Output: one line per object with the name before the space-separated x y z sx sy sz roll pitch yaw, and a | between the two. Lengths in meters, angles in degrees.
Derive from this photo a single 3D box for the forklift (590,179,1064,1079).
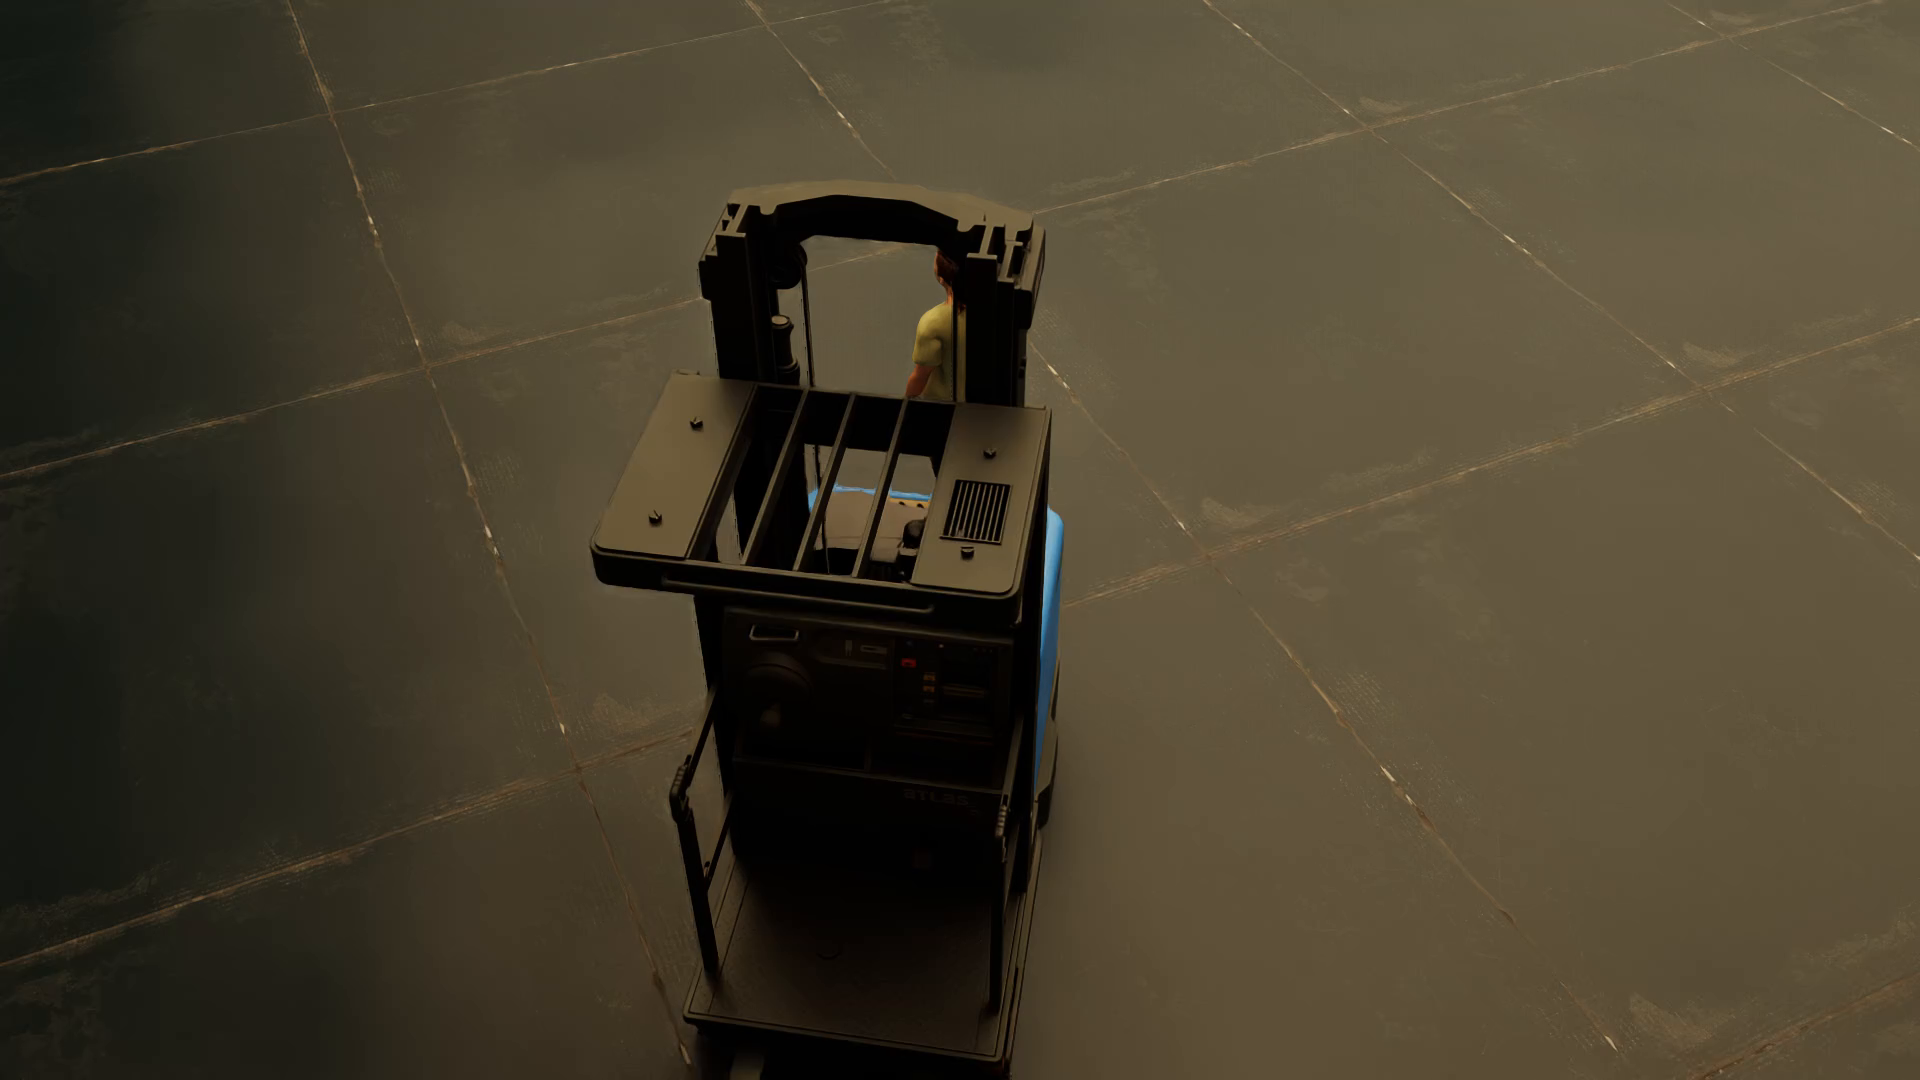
forklift | -0.328 0.529 5.113 1.130 2.935 3.031 6 43 7

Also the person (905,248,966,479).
person | -0.020 -0.667 7.304 0.552 1.674 0.548 -18 46 -18
